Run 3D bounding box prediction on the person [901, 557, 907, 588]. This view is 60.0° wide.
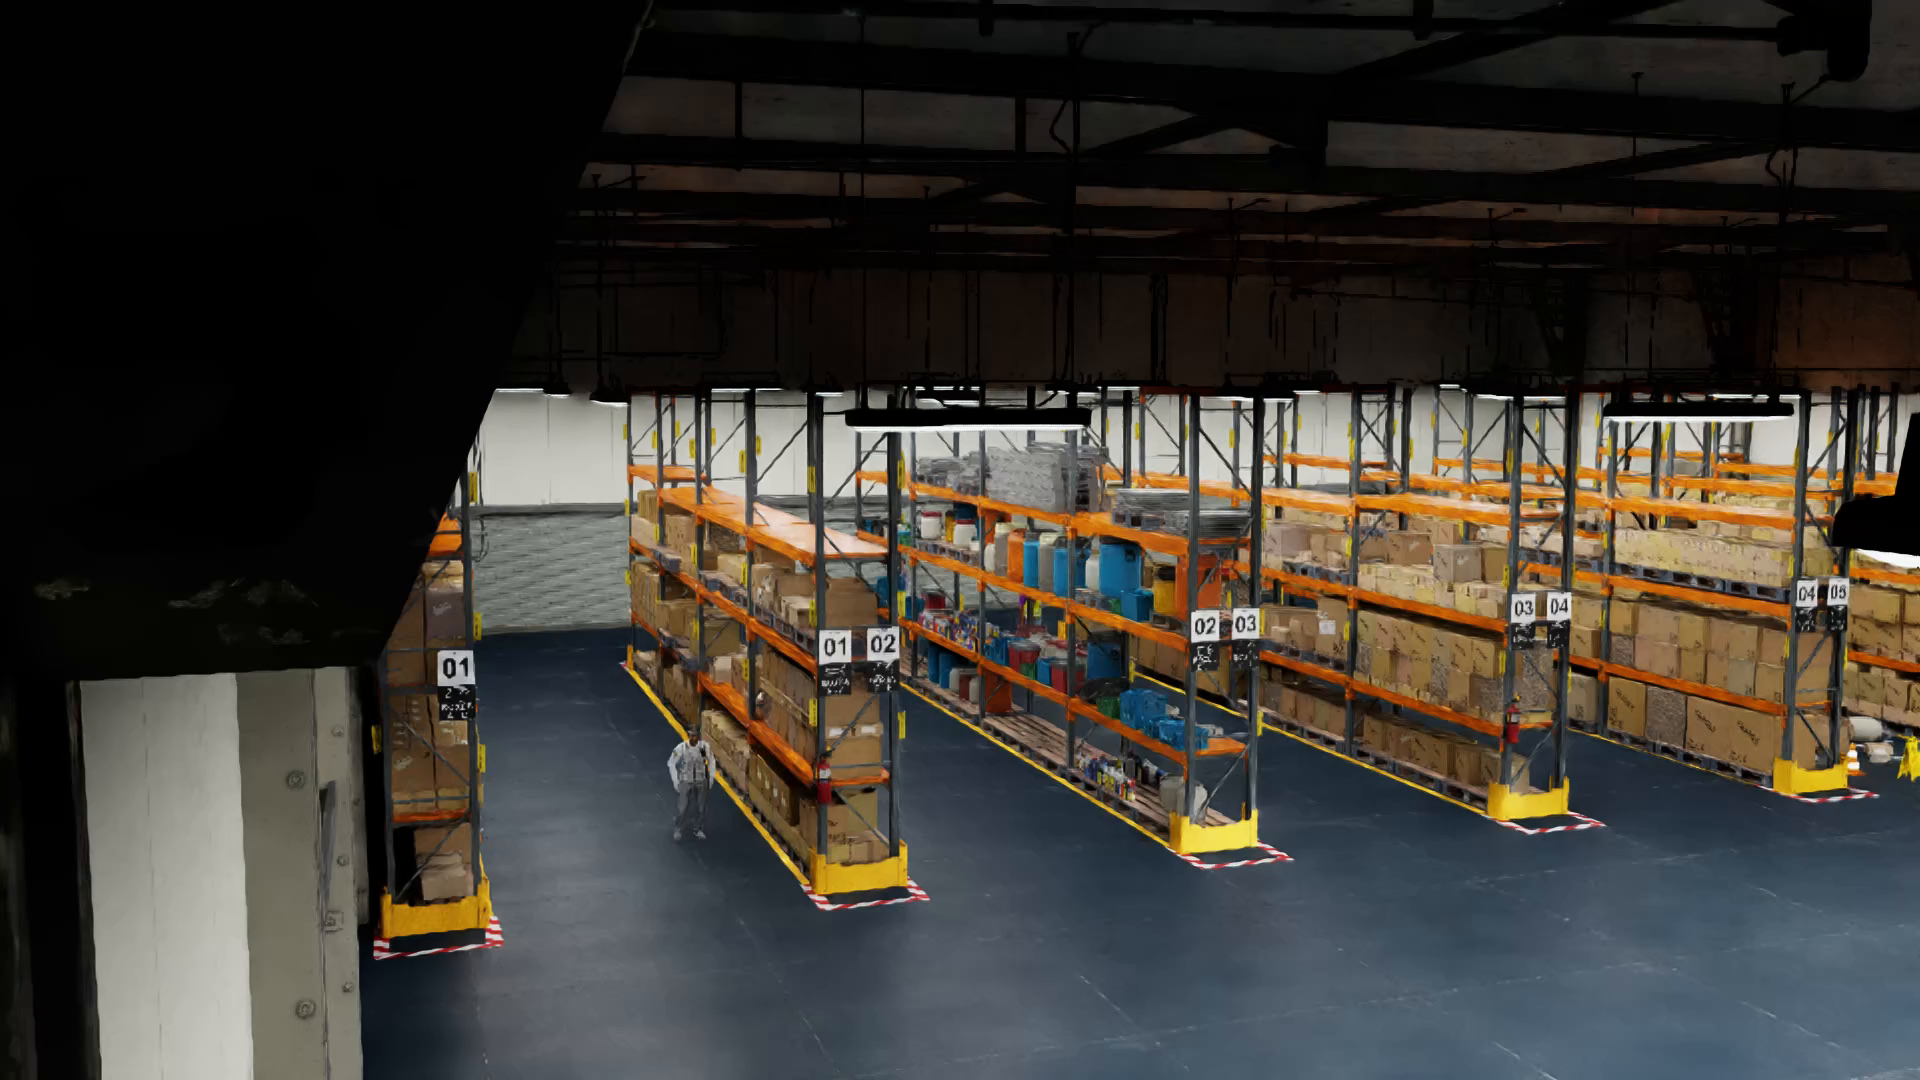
[{"bbox_3d":[-1.615,1.229,41.844,0.471,1.576,0.586,3,7,26],"label":"person"}]

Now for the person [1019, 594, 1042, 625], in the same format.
[{"bbox_3d":[1.588,1.677,36.849,0.577,1.691,1.121,-2,6,-17],"label":"person"}]

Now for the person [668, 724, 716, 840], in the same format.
[{"bbox_3d":[-3.590,3.228,22.296,0.639,1.632,0.512,-2,6,-19],"label":"person"}]

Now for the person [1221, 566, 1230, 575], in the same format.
[{"bbox_3d":[6.610,1.266,40.883,0.656,1.718,0.568,5,8,42],"label":"person"}]
